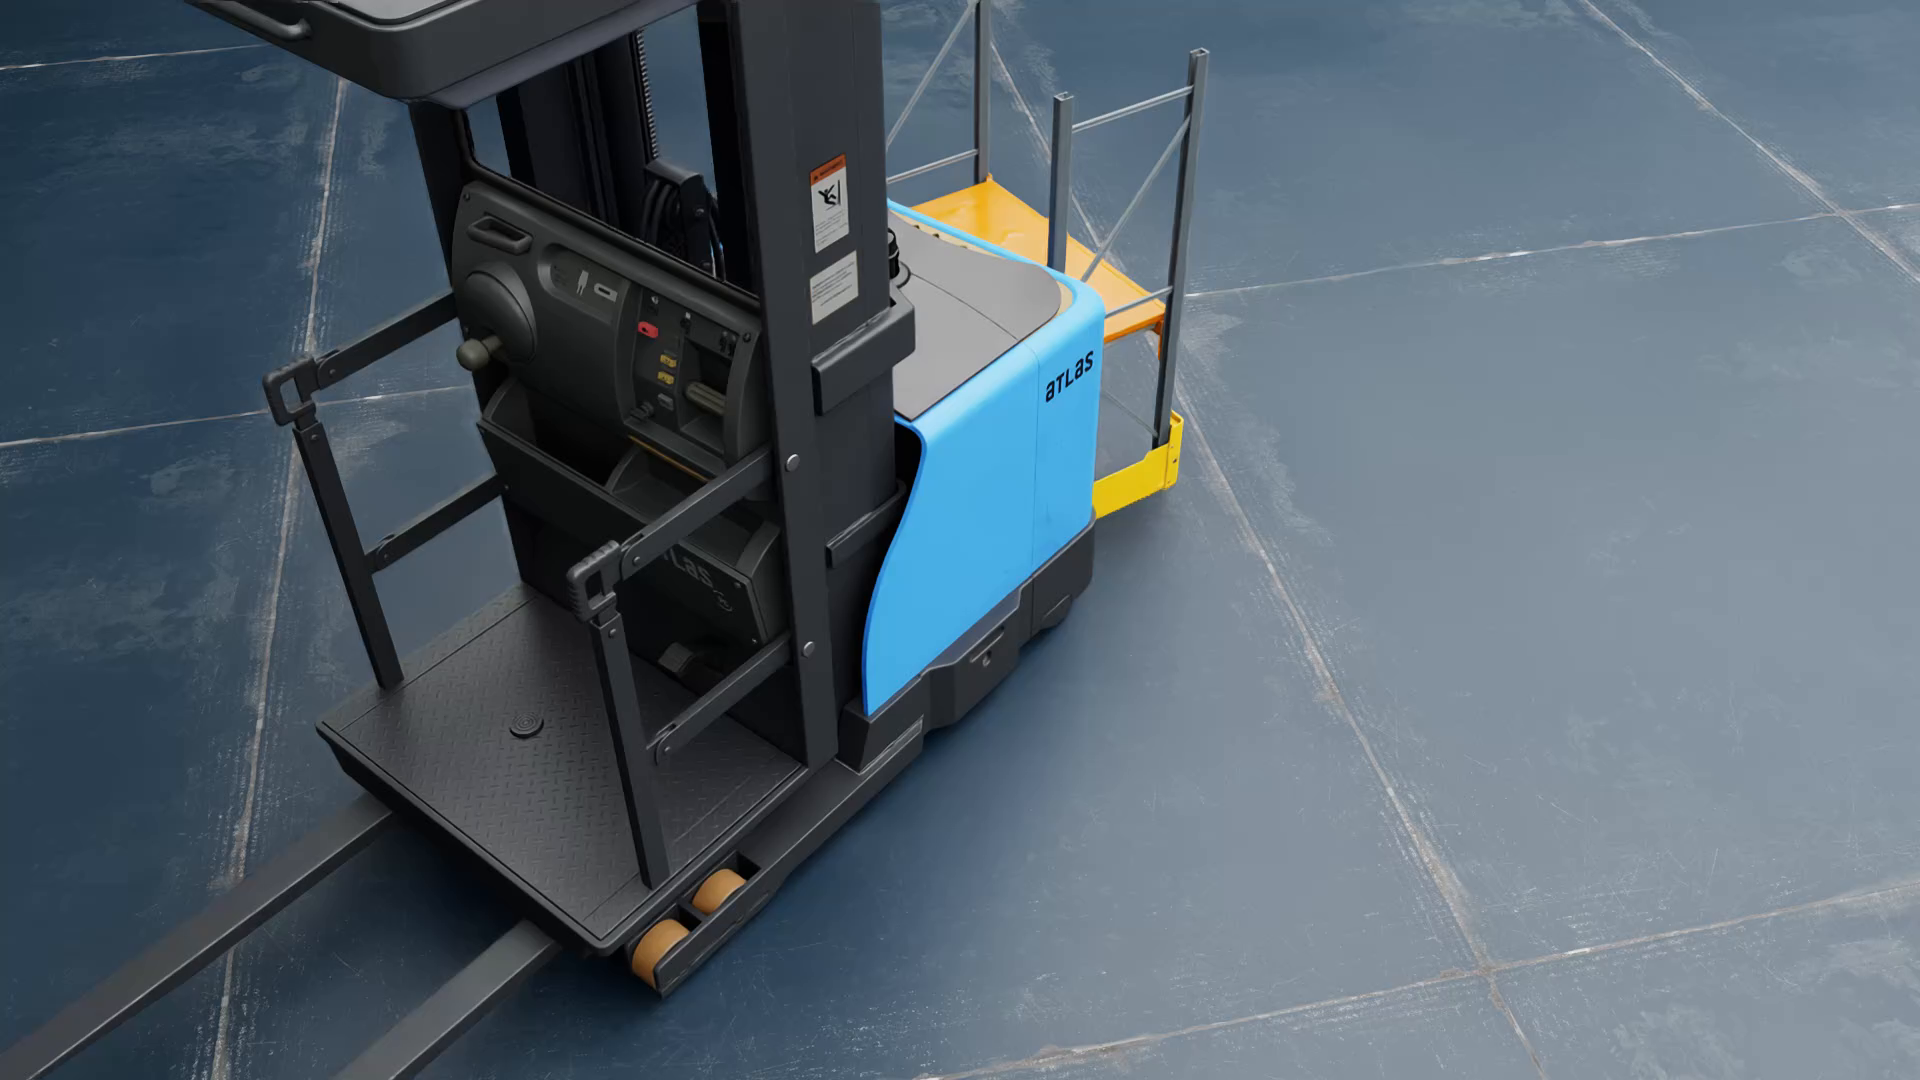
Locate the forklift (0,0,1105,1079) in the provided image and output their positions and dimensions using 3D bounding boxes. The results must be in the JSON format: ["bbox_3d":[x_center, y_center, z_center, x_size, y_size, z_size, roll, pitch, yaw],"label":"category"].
[{"bbox_3d":[-0.918,-0.389,3.480,1.130,2.935,3.031,28,49,28],"label":"forklift"}]

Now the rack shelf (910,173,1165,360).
[{"bbox_3d":[0.170,-0.810,5.304,0.538,0.185,1.000,-24,47,-25],"label":"rack shelf"}]

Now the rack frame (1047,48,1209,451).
[{"bbox_3d":[0.456,-0.666,4.870,0.500,1.500,0.032,-24,47,-25],"label":"rack frame"}]

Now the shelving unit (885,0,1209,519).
[{"bbox_3d":[0.175,-0.940,5.179,0.587,1.500,1.083,-24,47,-25],"label":"shelving unit"}]

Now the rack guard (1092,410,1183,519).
[{"bbox_3d":[0.455,-0.199,5.286,0.587,0.250,0.087,-24,47,-25],"label":"rack guard"}]

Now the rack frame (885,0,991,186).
[{"bbox_3d":[-0.117,-1.224,5.499,0.500,1.500,0.032,-24,47,-25],"label":"rack frame"}]
